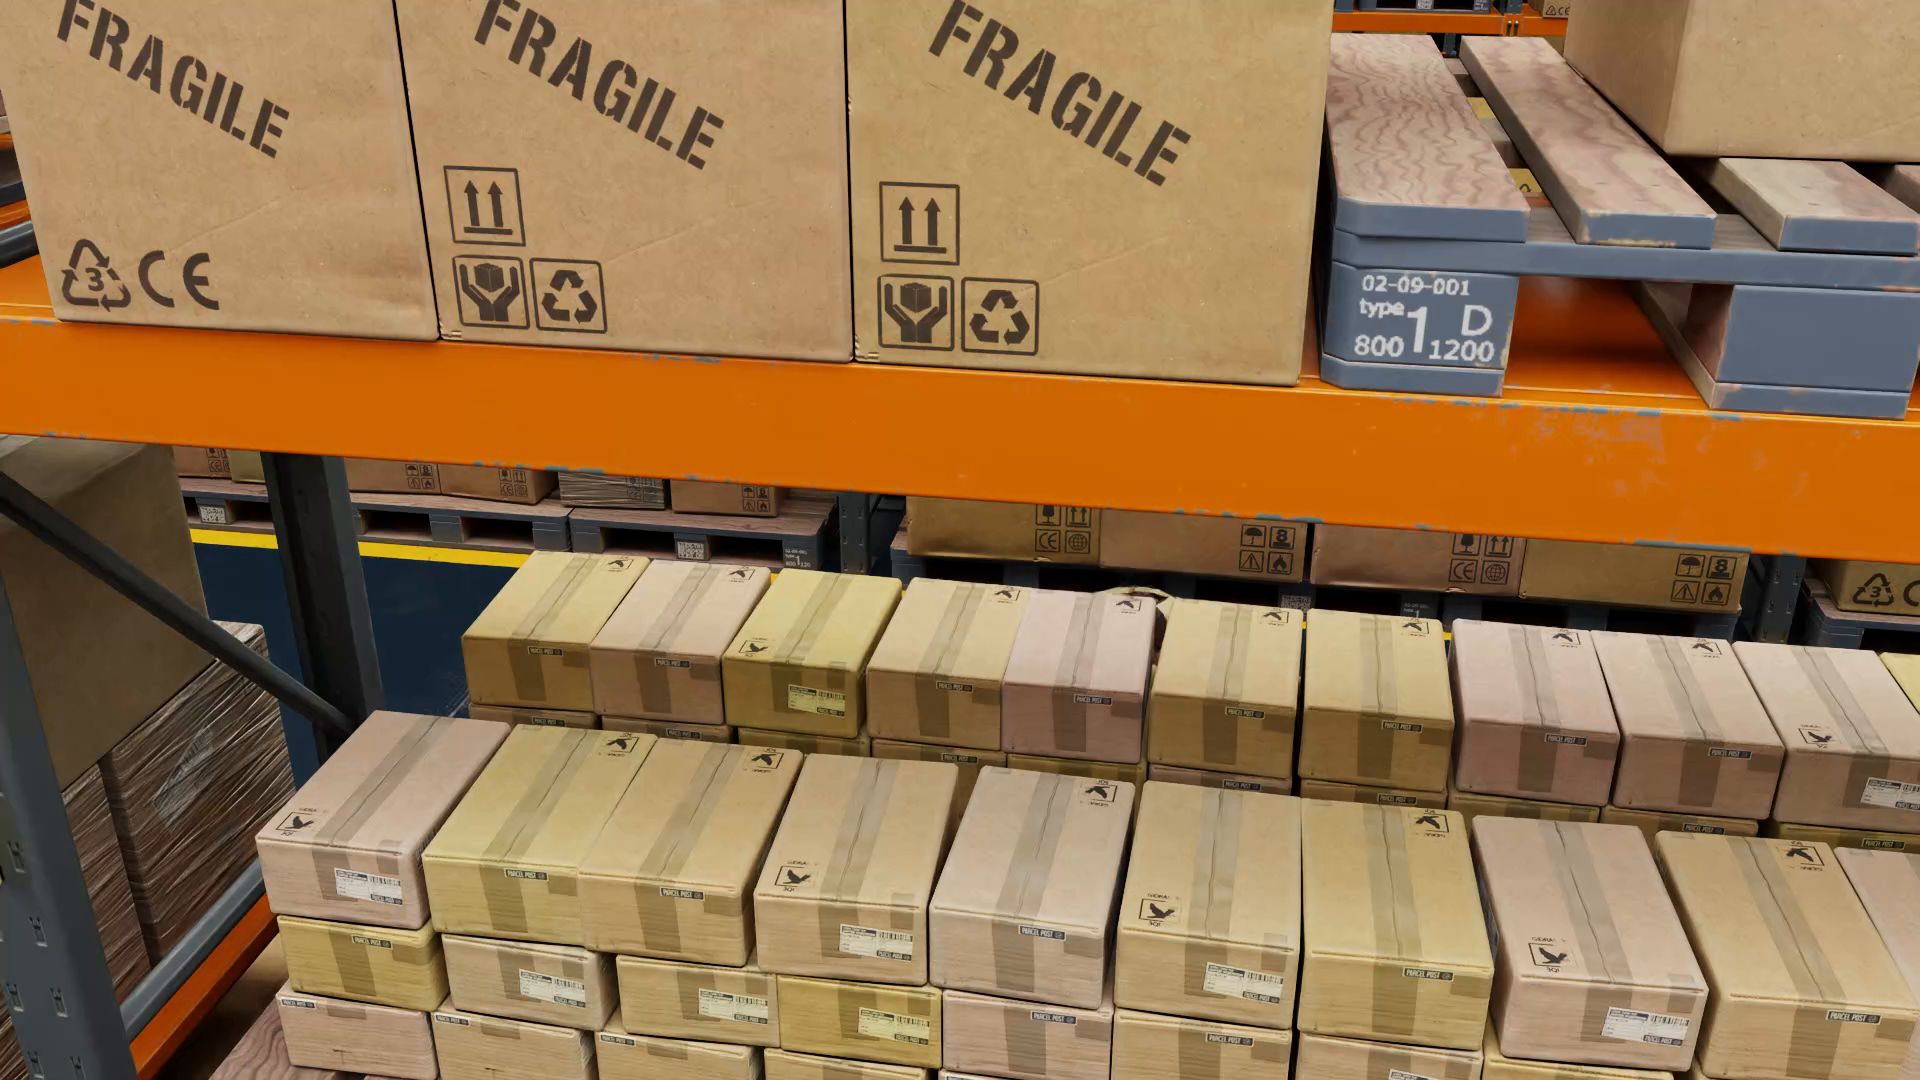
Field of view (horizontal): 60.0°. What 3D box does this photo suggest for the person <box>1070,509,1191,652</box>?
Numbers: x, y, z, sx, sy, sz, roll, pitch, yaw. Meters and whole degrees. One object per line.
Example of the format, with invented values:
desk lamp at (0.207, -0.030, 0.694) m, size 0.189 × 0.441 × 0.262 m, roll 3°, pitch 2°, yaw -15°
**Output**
person at (0.573, 0.381, 5.749) m, size 0.407 × 1.293 × 0.813 m, roll 3°, pitch 25°, yaw 7°
